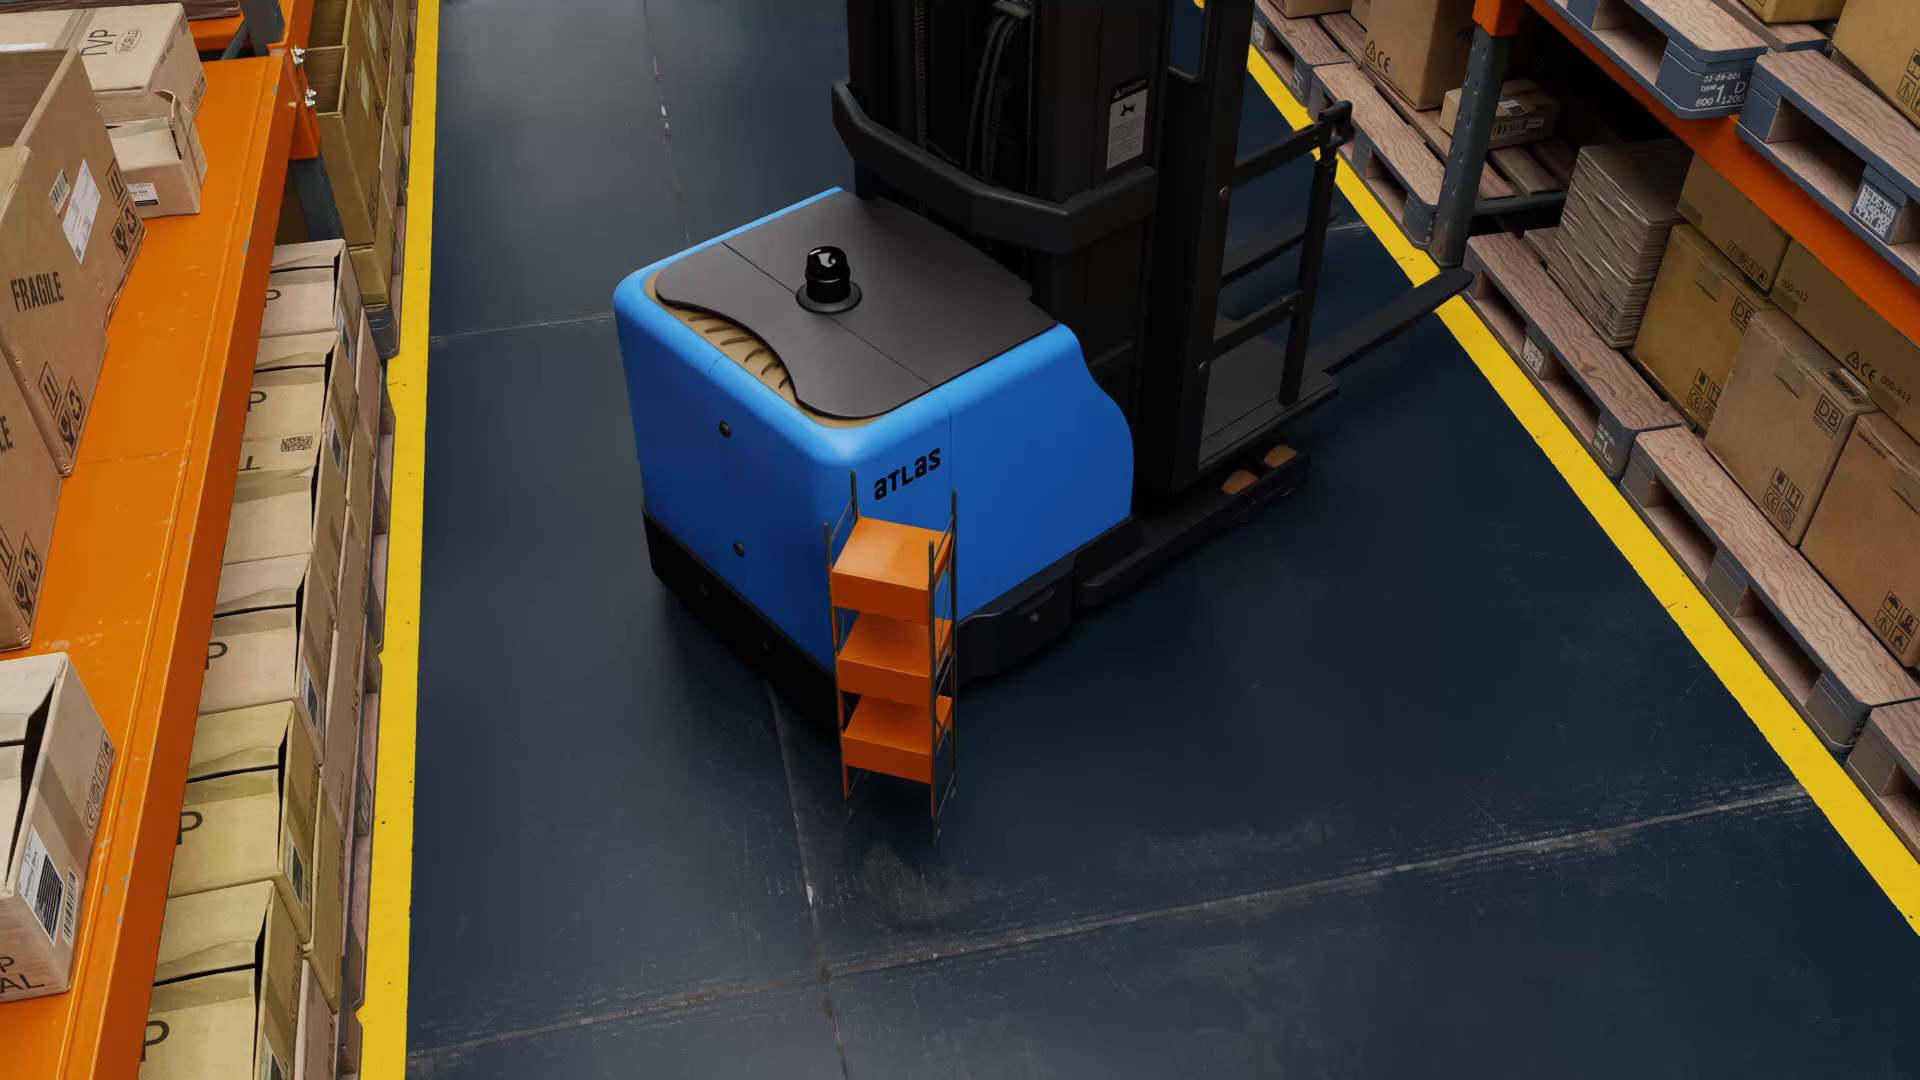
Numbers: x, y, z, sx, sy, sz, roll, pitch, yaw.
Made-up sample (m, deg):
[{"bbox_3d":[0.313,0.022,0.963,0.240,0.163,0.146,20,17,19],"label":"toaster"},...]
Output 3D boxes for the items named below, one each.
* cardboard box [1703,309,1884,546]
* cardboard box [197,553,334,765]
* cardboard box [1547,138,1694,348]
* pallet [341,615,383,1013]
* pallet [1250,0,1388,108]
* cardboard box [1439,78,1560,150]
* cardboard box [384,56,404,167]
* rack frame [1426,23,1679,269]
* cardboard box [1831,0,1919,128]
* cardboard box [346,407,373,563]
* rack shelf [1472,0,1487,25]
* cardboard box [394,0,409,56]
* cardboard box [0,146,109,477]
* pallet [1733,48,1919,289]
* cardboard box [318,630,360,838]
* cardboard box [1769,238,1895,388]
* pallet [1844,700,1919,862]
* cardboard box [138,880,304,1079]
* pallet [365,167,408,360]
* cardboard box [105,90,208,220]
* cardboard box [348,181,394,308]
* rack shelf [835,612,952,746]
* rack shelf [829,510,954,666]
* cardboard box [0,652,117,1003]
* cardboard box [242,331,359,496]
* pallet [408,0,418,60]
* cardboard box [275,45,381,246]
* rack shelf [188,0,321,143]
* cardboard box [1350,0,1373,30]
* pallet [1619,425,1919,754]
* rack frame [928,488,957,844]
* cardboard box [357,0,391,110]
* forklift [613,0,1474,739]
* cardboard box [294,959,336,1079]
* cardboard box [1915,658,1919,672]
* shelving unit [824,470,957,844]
[{"bbox_3d":[2.738,-0.375,4.964,0.700,0.500,0.500,-8,42,-9],"label":"cardboard box"},{"bbox_3d":[-1.809,0.298,3.987,0.500,0.311,0.500,-9,42,-10],"label":"cardboard box"},{"bbox_3d":[2.507,-1.039,5.712,0.700,0.500,0.500,-7,42,-8],"label":"cardboard box"},{"bbox_3d":[-2.041,0.736,4.262,1.003,0.211,1.213,-8,42,-9],"label":"pallet"},{"bbox_3d":[1.885,-2.464,7.866,1.003,0.211,1.213,-8,42,-9],"label":"pallet"},{"bbox_3d":[2.187,-1.731,6.744,0.380,0.166,0.250,-14,43,-15],"label":"cardboard box"},{"bbox_3d":[-2.514,-1.694,6.654,0.500,0.250,0.500,-8,42,-9],"label":"cardboard box"},{"bbox_3d":[2.332,-2.284,5.563,1.000,3.000,0.127,-8,42,-9],"label":"rack frame"},{"bbox_3d":[2.694,-1.365,4.122,0.700,0.500,0.500,-3,42,-3],"label":"cardboard box"},{"bbox_3d":[-2.025,-0.145,4.909,0.500,0.250,0.500,-9,42,-10],"label":"cardboard box"},{"bbox_3d":[1.900,-3.311,7.263,1.077,0.370,4.000,-8,42,-9],"label":"rack shelf"},{"bbox_3d":[-2.734,-2.342,7.383,0.500,0.250,0.500,-8,42,-9],"label":"cardboard box"},{"bbox_3d":[-2.133,-0.443,3.414,0.500,0.500,0.500,-8,42,-9],"label":"cardboard box"},{"bbox_3d":[2.728,-0.897,4.145,1.003,0.211,1.213,-8,42,-9],"label":"pallet"},{"bbox_3d":[-1.805,0.517,4.163,0.500,0.250,0.500,-8,42,-8],"label":"cardboard box"},{"bbox_3d":[2.721,-0.698,4.763,0.500,0.250,0.500,-9,42,-11],"label":"cardboard box"},{"bbox_3d":[3.028,0.845,4.139,1.003,0.211,1.213,-8,42,-9],"label":"pallet"},{"bbox_3d":[-1.589,0.962,3.239,0.500,0.311,0.500,-9,42,-10],"label":"cardboard box"},{"bbox_3d":[-2.635,-1.050,6.274,1.003,0.211,1.213,-8,42,-9],"label":"pallet"},{"bbox_3d":[-2.136,-0.978,4.193,0.396,0.266,0.258,-9,42,-10],"label":"cardboard box"},{"bbox_3d":[-2.309,-1.044,5.922,0.500,0.250,0.500,-8,42,-9],"label":"cardboard box"},{"bbox_3d":[-0.156,0.324,4.110,0.240,0.259,0.215,11,43,12],"label":"rack shelf"},{"bbox_3d":[-0.156,0.112,3.922,0.240,0.259,0.215,11,43,12],"label":"rack shelf"},{"bbox_3d":[-1.645,0.447,2.554,0.500,0.311,0.500,-9,42,-10],"label":"cardboard box"},{"bbox_3d":[-2.019,-0.352,4.720,0.500,0.311,0.500,-7,42,-8],"label":"cardboard box"},{"bbox_3d":[-3.162,-2.632,8.056,1.003,0.211,1.213,-8,42,-9],"label":"pallet"},{"bbox_3d":[-2.299,-1.326,5.675,0.500,0.500,0.500,-8,42,-9],"label":"cardboard box"},{"bbox_3d":[-2.936,-2.599,6.460,1.077,0.370,4.000,-8,42,-9],"label":"rack shelf"},{"bbox_3d":[2.006,-2.422,7.535,0.380,0.149,0.250,-12,43,-13],"label":"cardboard box"},{"bbox_3d":[2.768,0.056,5.028,1.003,0.211,1.213,-8,42,-9],"label":"pallet"},{"bbox_3d":[-0.039,0.339,4.078,0.008,1.050,0.200,11,43,12],"label":"rack frame"},{"bbox_3d":[-2.515,-1.974,6.405,0.500,0.500,0.500,-8,42,-9],"label":"cardboard box"},{"bbox_3d":[0.499,-1.388,4.606,3.031,2.935,1.130,-30,50,-30],"label":"forklift"},{"bbox_3d":[-1.577,1.185,3.410,0.500,0.250,0.500,-9,42,-10],"label":"cardboard box"},{"bbox_3d":[2.991,0.269,4.238,0.700,0.500,0.500,-8,42,-9],"label":"cardboard box"},{"bbox_3d":[-0.156,0.316,4.103,0.252,1.050,0.215,11,43,12],"label":"shelving unit"}]
